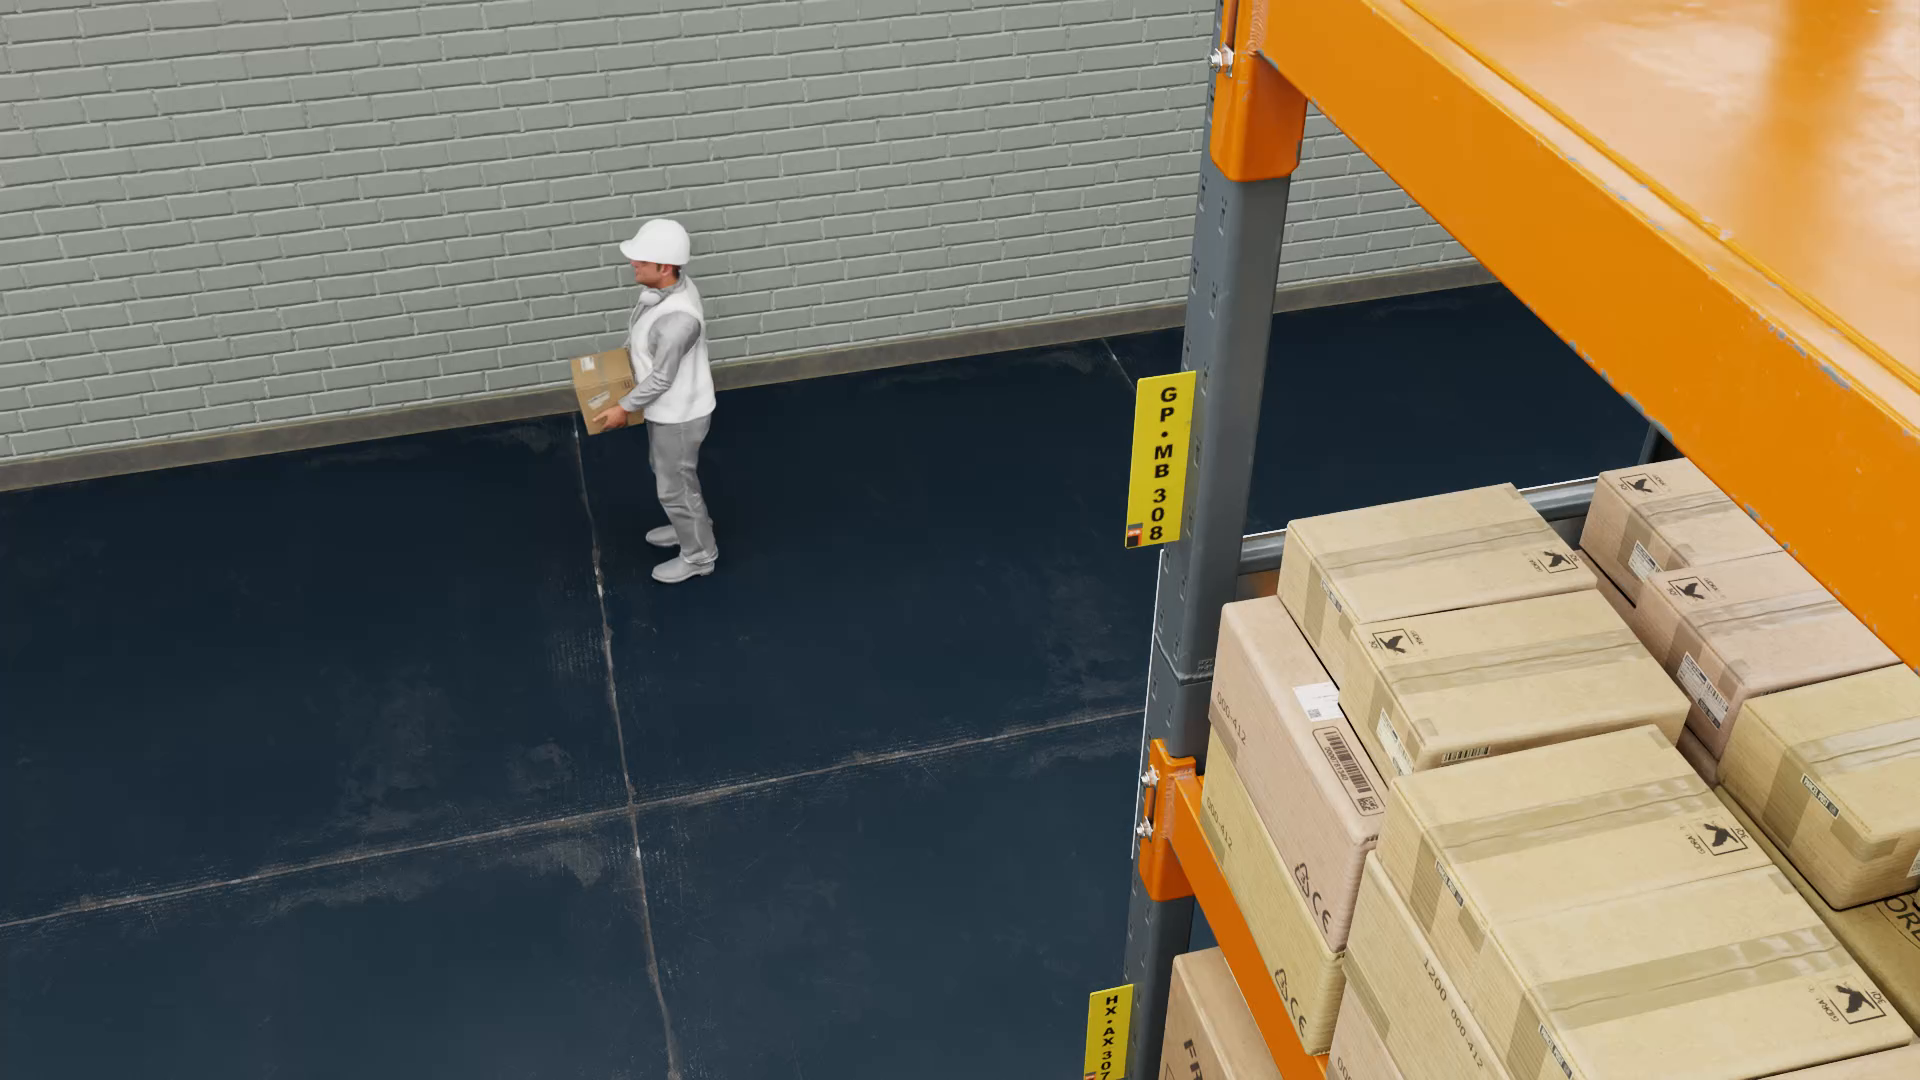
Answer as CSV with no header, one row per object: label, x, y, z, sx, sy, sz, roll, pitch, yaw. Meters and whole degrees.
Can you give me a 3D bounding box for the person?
person,-1.367,-0.604,7.403,0.542,1.775,0.514,-10,39,-12
